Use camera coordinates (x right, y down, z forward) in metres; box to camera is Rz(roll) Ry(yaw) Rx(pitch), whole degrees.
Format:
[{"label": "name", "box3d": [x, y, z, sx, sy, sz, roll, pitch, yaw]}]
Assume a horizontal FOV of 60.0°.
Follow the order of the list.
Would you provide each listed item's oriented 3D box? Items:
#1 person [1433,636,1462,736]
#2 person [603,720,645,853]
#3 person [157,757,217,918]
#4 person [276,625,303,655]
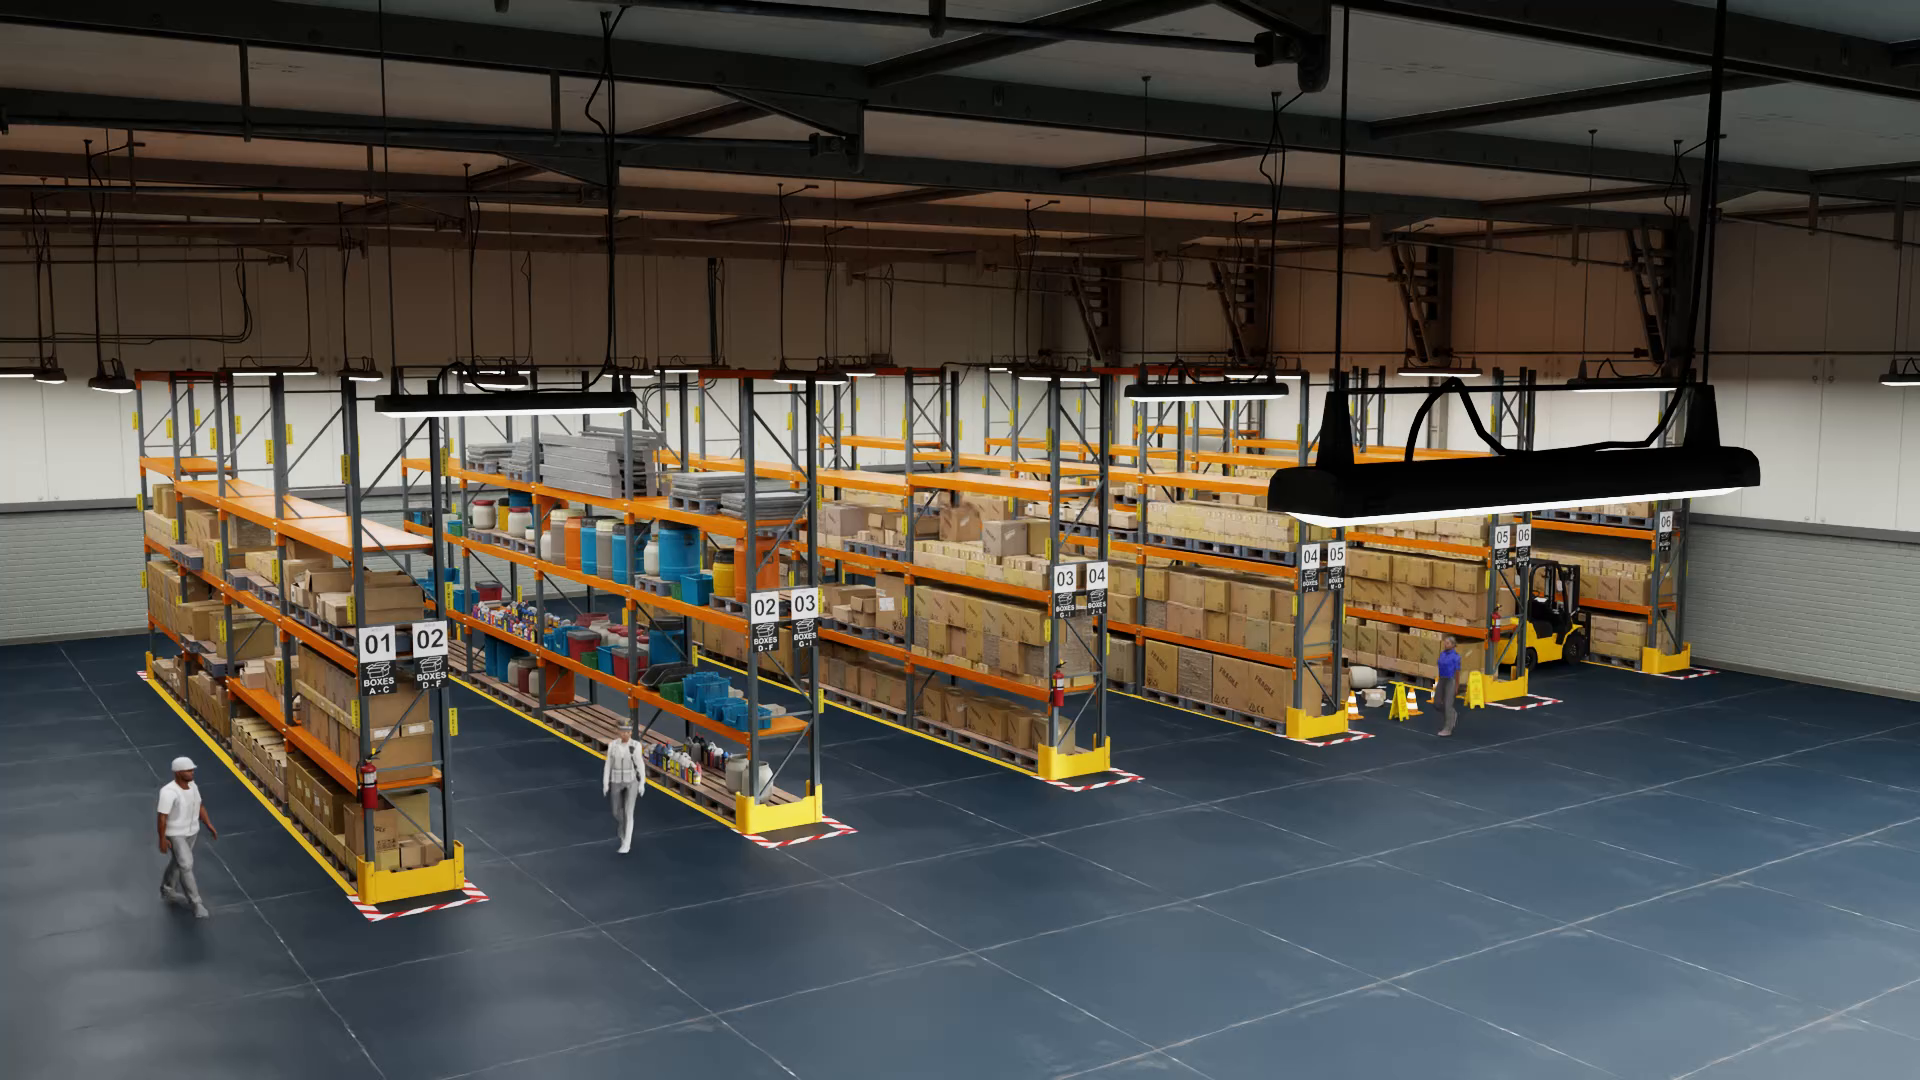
[{"label": "person", "box3d": [8.118, 2.394, 27.533, 0.619, 1.636, 0.456, -5, 8, -35]}, {"label": "person", "box3d": [-4.296, 3.097, 21.274, 0.511, 1.649, 0.831, 0, 6, 2]}, {"label": "person", "box3d": [-8.818, 3.337, 18.912, 0.937, 1.755, 0.652, 3, 7, 23]}, {"label": "person", "box3d": [-12.870, 1.905, 31.913, 0.491, 1.633, 0.871, -5, 8, -36]}]
